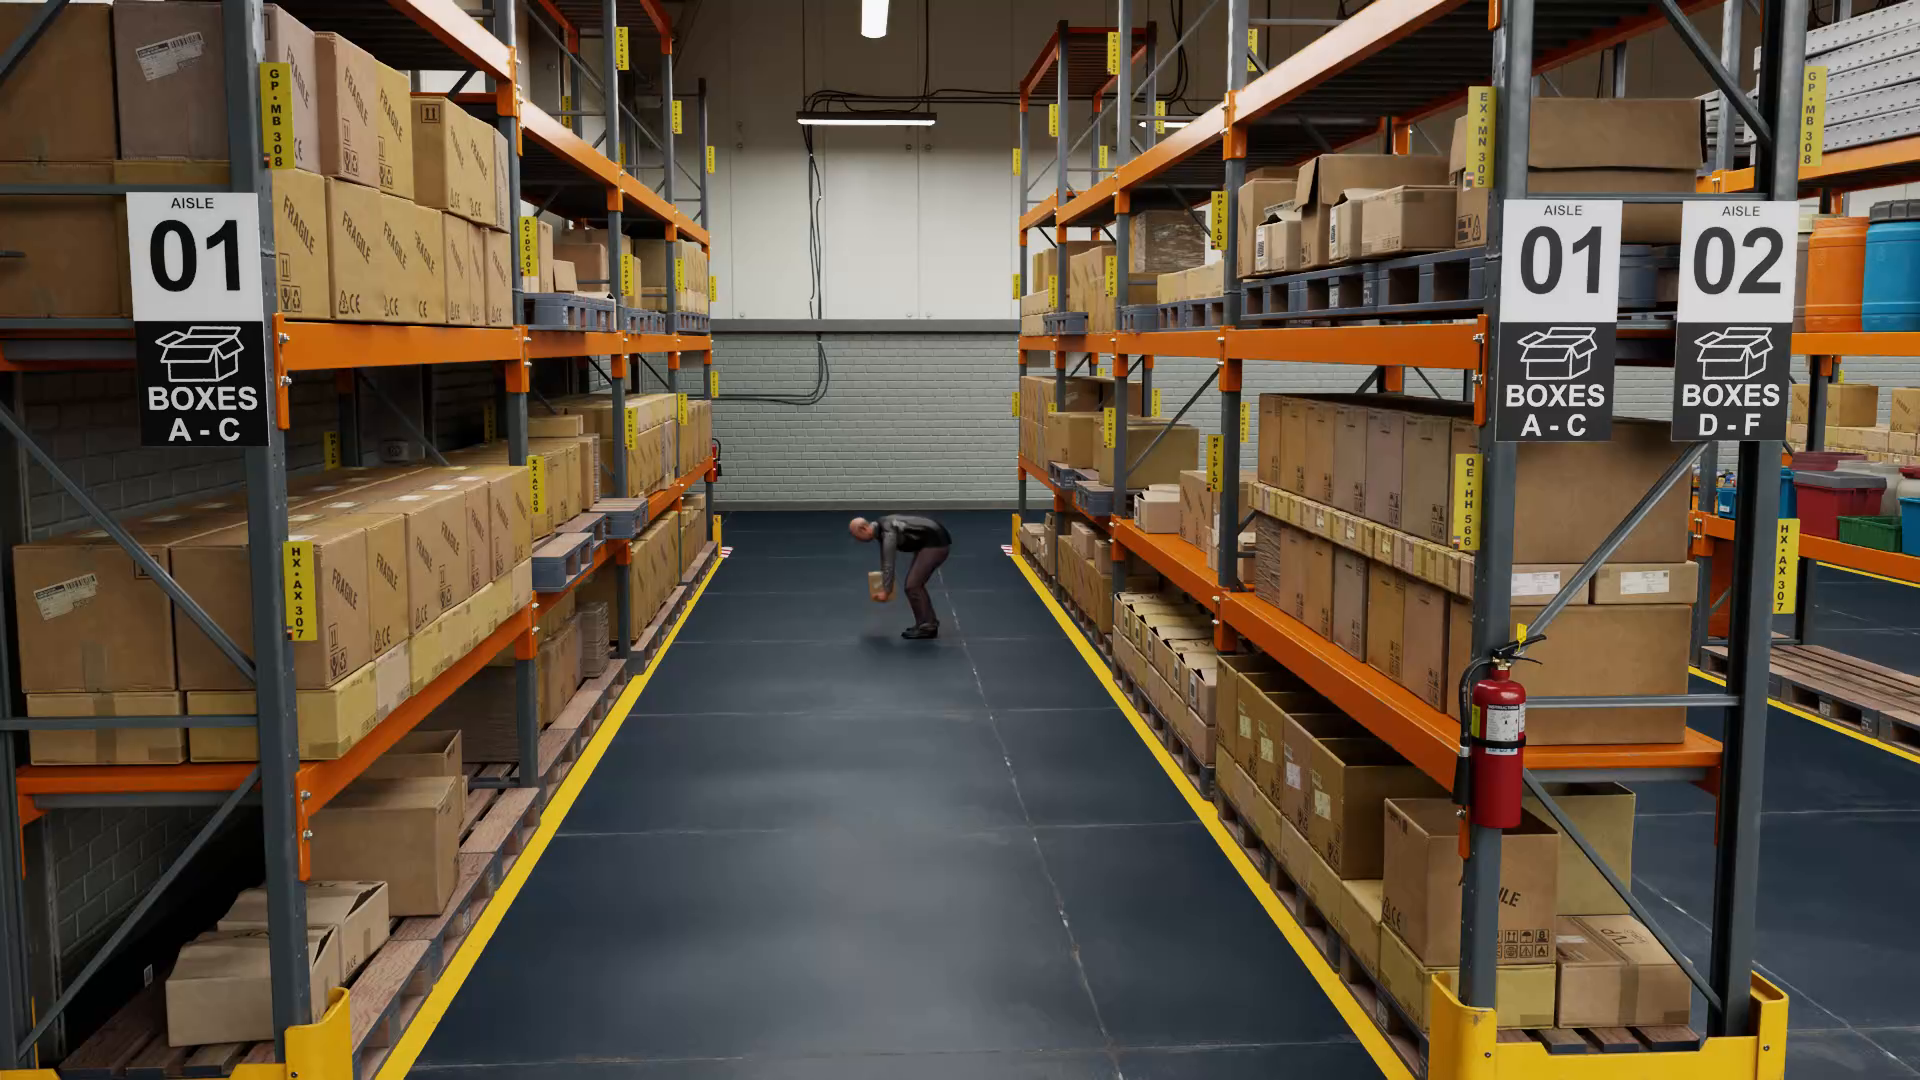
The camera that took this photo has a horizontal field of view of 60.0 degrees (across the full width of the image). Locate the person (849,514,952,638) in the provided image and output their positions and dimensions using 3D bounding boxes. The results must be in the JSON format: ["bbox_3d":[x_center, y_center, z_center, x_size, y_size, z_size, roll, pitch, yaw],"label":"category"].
[{"bbox_3d":[-0.556,0.332,15.510,0.955,1.145,0.465,-1,7,-6],"label":"person"}]
